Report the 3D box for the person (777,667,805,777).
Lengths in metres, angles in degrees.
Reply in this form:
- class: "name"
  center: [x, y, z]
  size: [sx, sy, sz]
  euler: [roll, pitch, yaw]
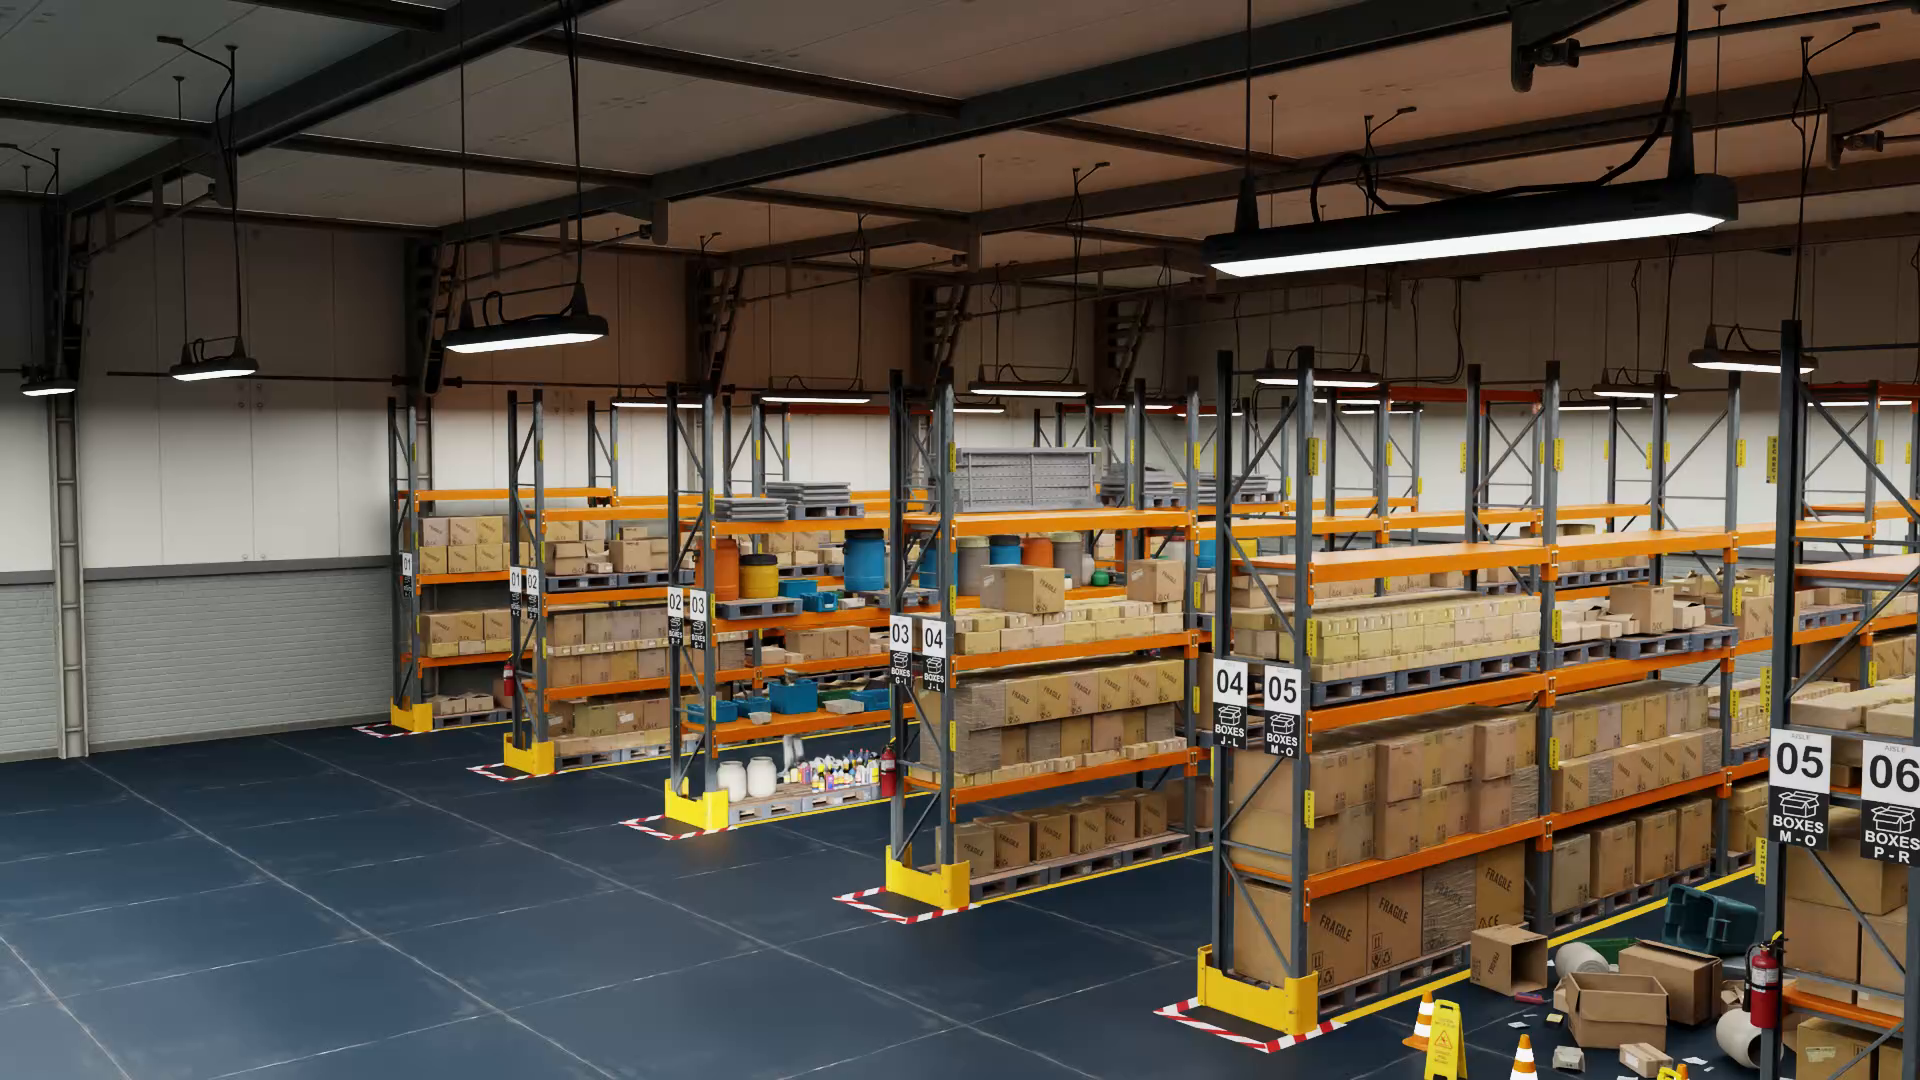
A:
- class: "person"
  center: [-2.599, 2.819, 25.758]
  size: [0.377, 1.677, 0.524]
  euler: [3, 4, 40]
